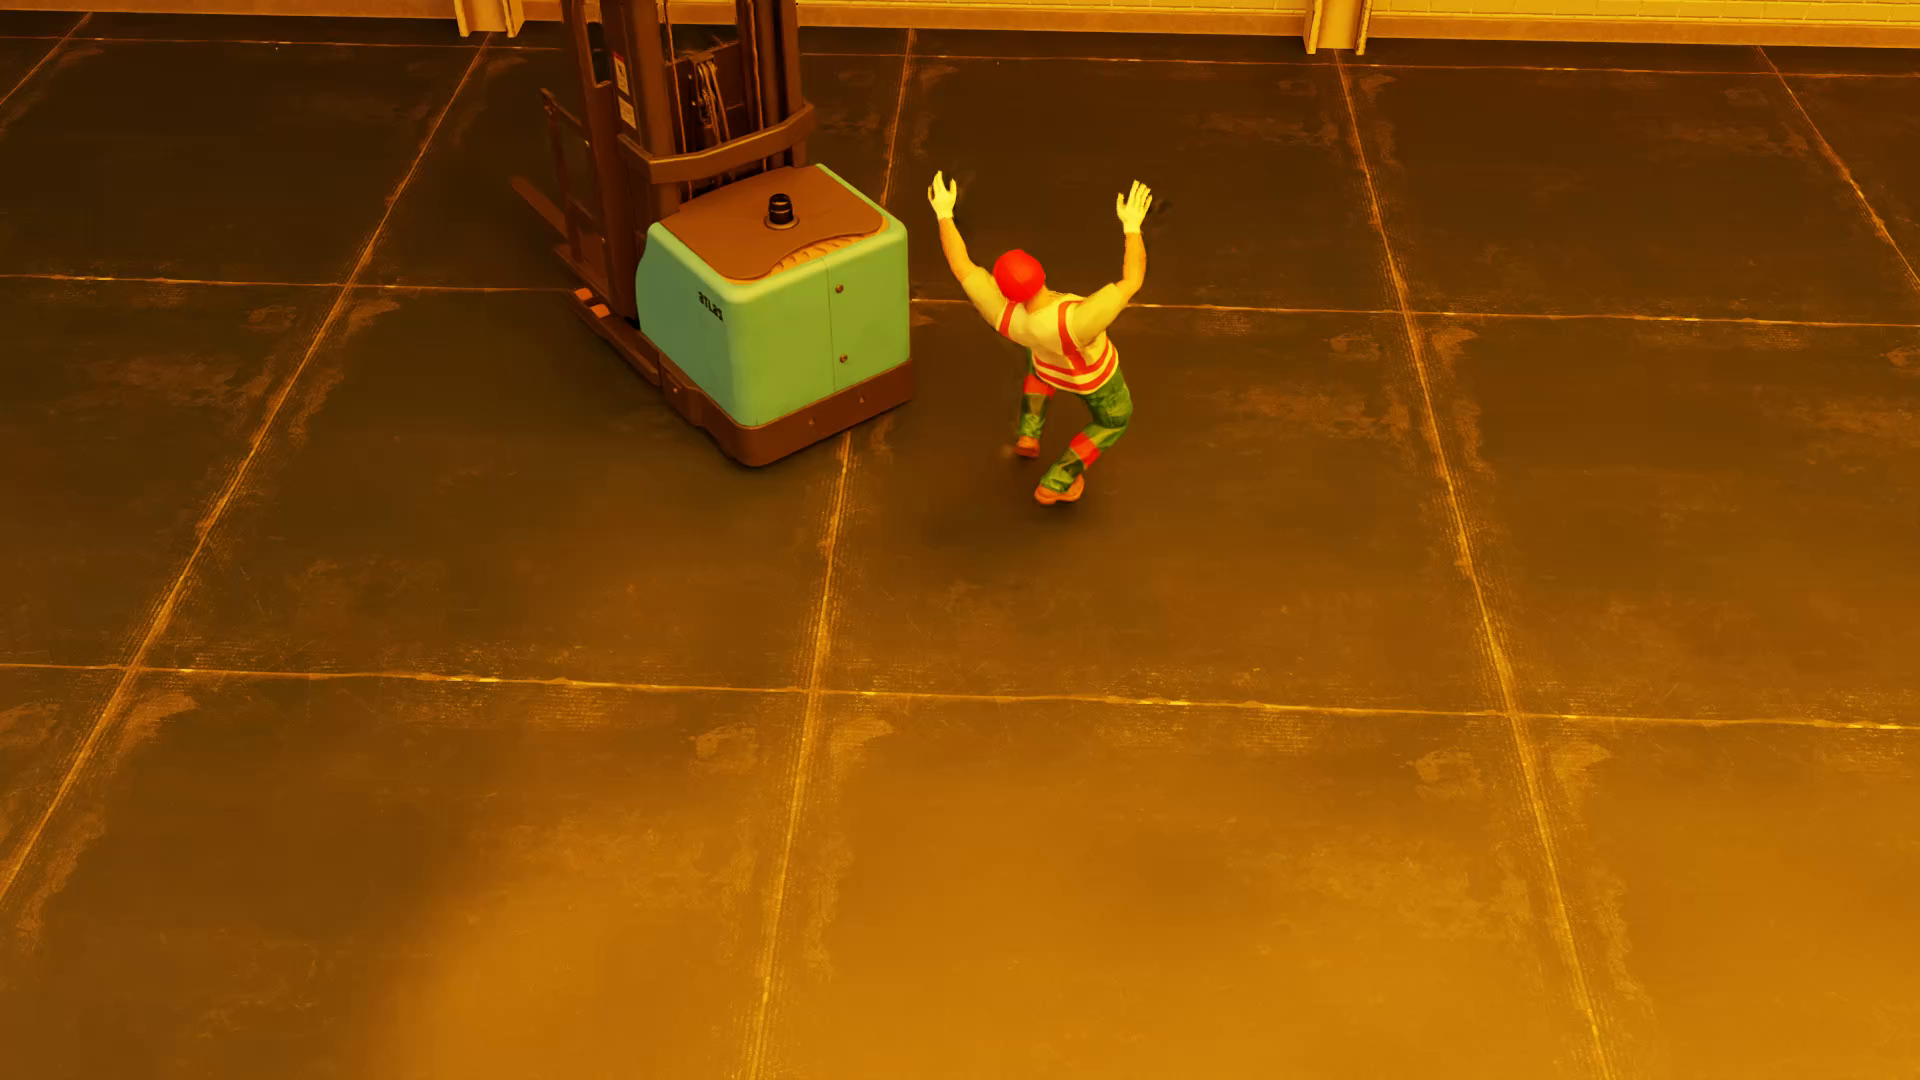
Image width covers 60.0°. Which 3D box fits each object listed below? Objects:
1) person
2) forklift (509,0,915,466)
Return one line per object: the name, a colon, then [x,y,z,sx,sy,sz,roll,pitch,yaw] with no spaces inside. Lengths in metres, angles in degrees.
person: [0.341,-0.936,7.710,1.050,1.676,0.803,24,47,24]
forklift: [-1.524,-2.392,8.362,1.130,2.935,3.031,-27,49,-26]
